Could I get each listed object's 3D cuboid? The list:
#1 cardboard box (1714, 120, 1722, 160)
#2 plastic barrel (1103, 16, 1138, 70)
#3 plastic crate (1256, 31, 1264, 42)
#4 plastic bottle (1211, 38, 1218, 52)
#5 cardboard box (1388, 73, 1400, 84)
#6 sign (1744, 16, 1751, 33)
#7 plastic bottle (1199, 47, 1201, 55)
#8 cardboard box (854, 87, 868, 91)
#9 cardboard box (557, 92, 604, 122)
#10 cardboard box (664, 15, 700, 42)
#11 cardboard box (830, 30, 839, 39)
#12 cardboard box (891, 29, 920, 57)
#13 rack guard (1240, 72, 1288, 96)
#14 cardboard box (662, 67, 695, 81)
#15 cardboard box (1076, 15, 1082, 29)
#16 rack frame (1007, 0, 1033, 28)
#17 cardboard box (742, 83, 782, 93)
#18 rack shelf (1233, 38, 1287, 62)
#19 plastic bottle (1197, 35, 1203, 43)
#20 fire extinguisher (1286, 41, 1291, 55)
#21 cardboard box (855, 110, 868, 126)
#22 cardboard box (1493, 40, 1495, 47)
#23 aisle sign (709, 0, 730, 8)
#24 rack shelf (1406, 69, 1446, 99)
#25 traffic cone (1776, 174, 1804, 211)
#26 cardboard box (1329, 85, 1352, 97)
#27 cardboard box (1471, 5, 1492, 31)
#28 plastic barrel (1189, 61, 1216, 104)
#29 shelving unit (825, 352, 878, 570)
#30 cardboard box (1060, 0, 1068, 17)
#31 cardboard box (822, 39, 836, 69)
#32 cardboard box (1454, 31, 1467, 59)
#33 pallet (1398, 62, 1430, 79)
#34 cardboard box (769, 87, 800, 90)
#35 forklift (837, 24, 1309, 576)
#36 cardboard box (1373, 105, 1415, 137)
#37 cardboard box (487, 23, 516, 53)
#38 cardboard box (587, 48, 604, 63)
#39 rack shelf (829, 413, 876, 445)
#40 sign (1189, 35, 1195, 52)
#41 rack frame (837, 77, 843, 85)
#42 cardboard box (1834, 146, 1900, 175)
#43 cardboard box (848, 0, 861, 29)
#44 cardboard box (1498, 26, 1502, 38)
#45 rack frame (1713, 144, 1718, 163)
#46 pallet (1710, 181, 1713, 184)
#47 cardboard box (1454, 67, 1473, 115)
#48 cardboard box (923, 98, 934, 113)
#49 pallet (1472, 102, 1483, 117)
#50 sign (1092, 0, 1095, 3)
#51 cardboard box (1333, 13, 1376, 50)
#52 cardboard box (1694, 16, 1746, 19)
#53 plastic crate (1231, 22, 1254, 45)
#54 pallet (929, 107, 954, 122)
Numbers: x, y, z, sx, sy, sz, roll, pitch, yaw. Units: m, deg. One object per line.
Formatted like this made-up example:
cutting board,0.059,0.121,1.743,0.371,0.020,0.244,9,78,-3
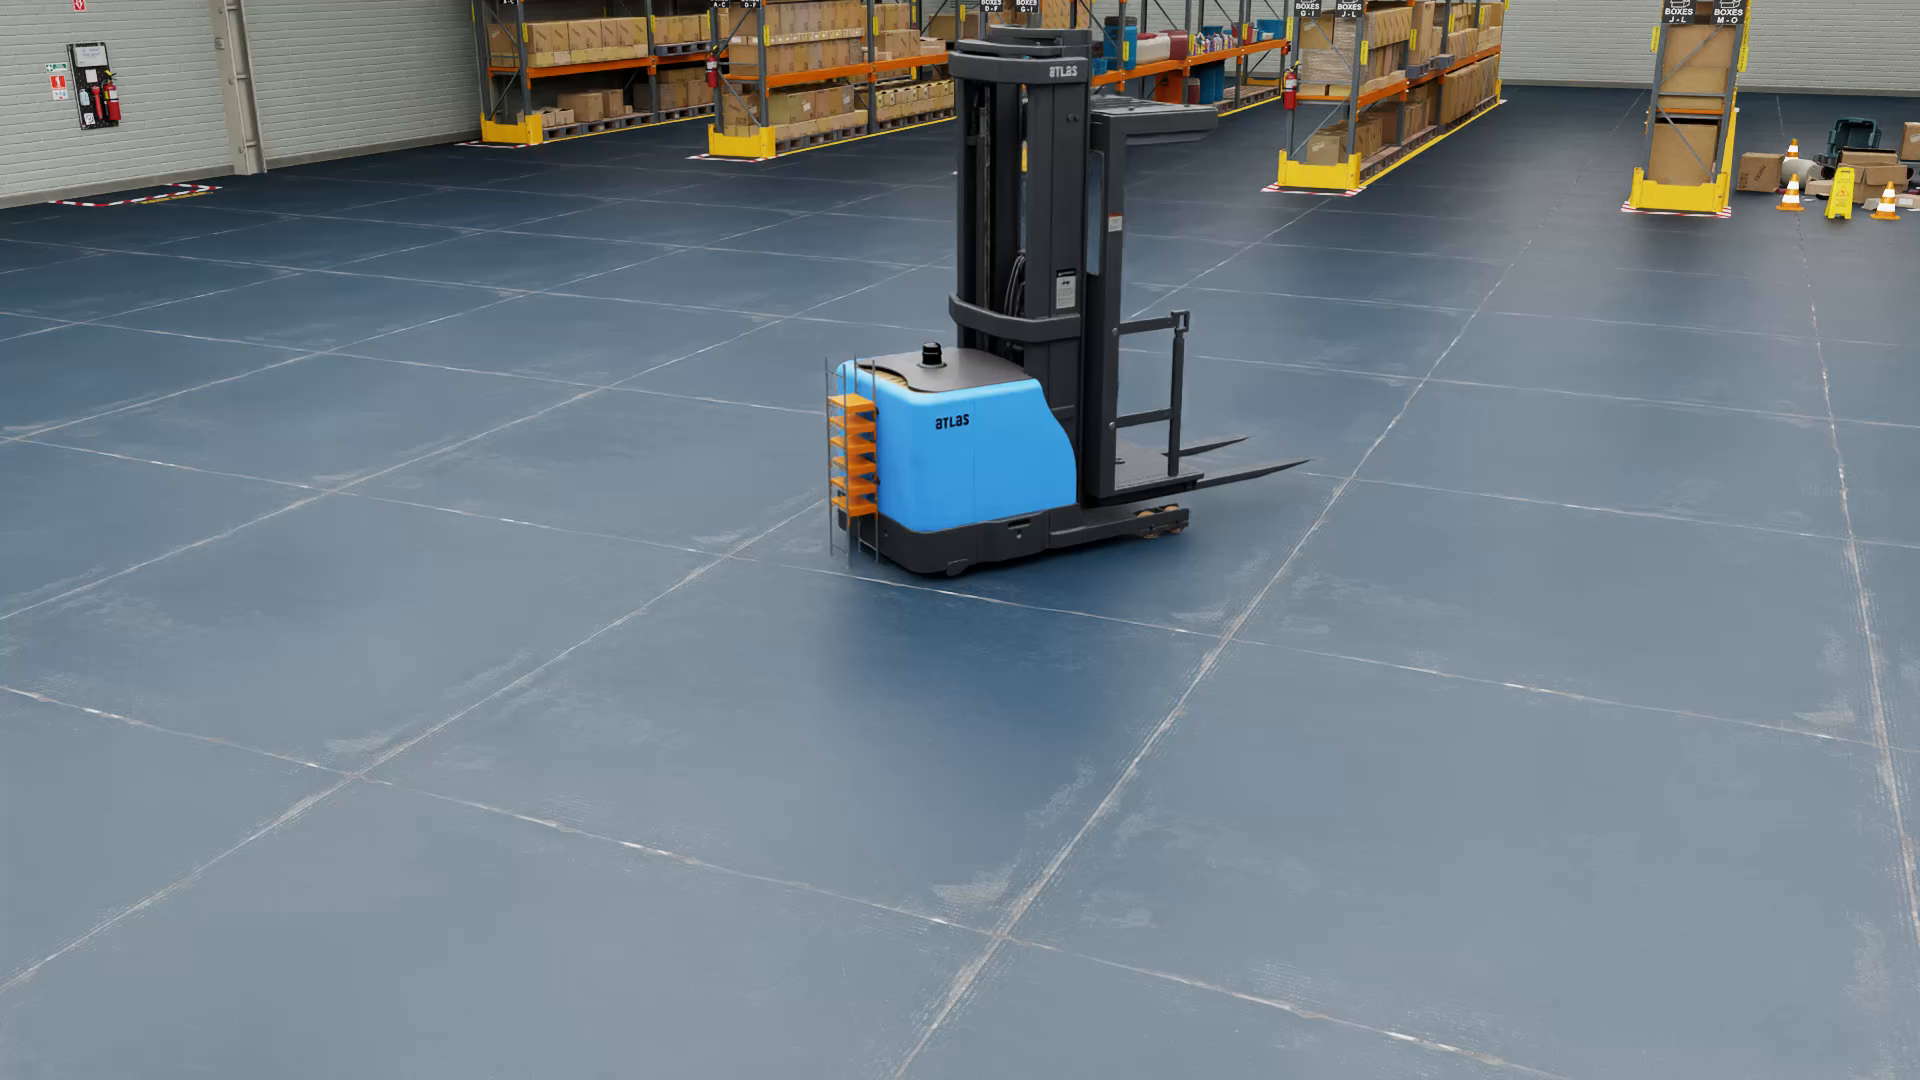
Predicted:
cardboard box,11.603,-6.522,26.561,1.050,0.750,0.750,8,21,22
plastic barrel,2.863,-8.885,29.729,0.600,0.901,0.708,9,21,23
plastic crate,6.735,-11.527,38.066,0.416,0.233,0.300,9,21,23
plastic bottle,5.332,-10.417,34.969,0.152,0.276,0.135,9,21,23
cardboard box,6.858,-7.434,26.770,0.380,0.149,0.250,9,21,23
sign,13.577,-8.875,28.719,0.100,0.325,0.005,9,21,23
plastic bottle,4.855,-10.004,33.918,0.097,0.201,0.097,0,20,0
cardboard box,-1.977,-8.743,32.717,0.500,0.311,0.500,9,22,24
cardboard box,-7.303,-8.330,31.988,0.700,0.500,0.500,7,21,19
cardboard box,-5.894,-10.713,34.809,0.700,0.500,0.500,12,23,30
cardboard box,-2.423,-9.183,30.196,0.380,0.149,0.250,8,21,22
cardboard box,-1.123,-10.008,33.485,0.500,0.500,0.500,7,21,20
rack guard,7.341,-11.072,40.357,1.175,0.500,0.348,9,21,23
cardboard box,-5.937,-9.837,35.107,0.500,0.250,0.500,8,21,21
cardboard box,2.681,-12.636,40.873,0.500,0.500,0.500,9,21,23
rack frame,1.187,-11.699,38.388,1.000,3.000,0.127,9,21,23
cardboard box,-4.551,-10.547,37.730,0.750,0.750,0.750,8,21,22
rack shelf,6.524,-11.291,38.314,1.077,0.370,4.000,9,21,23
plastic bottle,4.982,-10.312,34.562,0.144,0.351,0.185,9,21,23
fire extinguisher,7.819,-12.013,39.942,0.296,0.674,0.183,9,21,23
cardboard box,-2.079,-7.984,31.419,0.500,0.250,0.500,9,21,23
cardboard box,11.599,-10.977,36.732,0.380,0.149,0.250,8,21,21
aisle sign,-4.022,-9.276,27.695,0.394,0.787,0.004,9,21,23
rack shelf,7.766,-8.166,29.526,1.077,0.370,4.000,9,21,23
traffic cone,11.306,-4.731,22.581,0.336,0.463,0.334,9,21,23
cardboard box,5.643,-6.606,24.443,0.380,0.149,0.250,9,21,23
cardboard box,11.070,-11.182,35.595,0.500,0.500,0.500,8,21,21
plastic barrel,5.176,-9.847,35.686,0.600,0.901,0.708,9,21,23
shelving unit,-0.613,-0.445,9.431,0.189,1.200,0.258,-11,23,-29
cardboard box,2.269,-12.796,39.830,0.500,0.500,0.500,9,22,24
cardboard box,-2.684,-8.849,30.226,0.700,0.500,0.500,9,21,24
cardboard box,9.655,-9.742,32.736,0.500,0.500,0.500,9,21,23
pallet,7.393,-8.016,28.320,1.003,0.211,1.213,9,21,23
cardboard box,-3.177,-7.952,30.209,0.500,0.500,0.500,9,21,23
forklift,0.797,-1.526,9.885,3.031,2.935,1.130,-11,23,-29
cardboard box,7.660,-7.422,29.435,0.700,0.500,0.500,7,21,18
cardboard box,-8.249,-9.175,30.365,0.500,0.500,0.500,8,21,22
cardboard box,-7.136,-9.223,31.621,0.500,0.250,0.500,9,21,23
rack shelf,-0.613,-0.630,9.365,0.180,0.103,0.258,-11,23,-29
sign,4.571,-9.799,32.802,0.100,0.325,0.005,9,21,23
rack frame,-3.334,-12.378,40.296,1.000,3.000,0.127,9,21,23
cardboard box,13.135,-5.370,24.114,0.797,0.637,0.503,9,21,23
cardboard box,-2.265,-9.775,30.894,0.700,0.500,0.500,9,21,23
cardboard box,11.905,-11.446,37.458,0.500,0.250,0.500,8,21,22
rack frame,11.431,-7.182,25.686,1.000,3.000,0.127,9,21,23
pallet,10.049,-4.900,23.432,1.003,0.211,1.213,9,21,23
cardboard box,9.614,-9.064,33.523,1.225,0.875,0.875,8,21,21
cardboard box,-0.860,-8.873,33.919,0.500,0.250,0.500,9,22,24
pallet,10.606,-9.247,35.654,1.003,0.211,1.213,9,21,23
sign,3.323,-13.534,41.348,0.100,0.325,0.005,9,21,23
cardboard box,5.783,-7.459,24.382,0.500,0.500,0.500,9,21,23
cardboard box,11.129,-7.469,24.658,0.875,0.550,0.550,9,21,23
plastic crate,6.299,-11.315,37.124,0.402,0.464,0.583,9,21,23
pallet,-0.824,-8.916,34.725,1.003,0.211,1.213,9,21,23
